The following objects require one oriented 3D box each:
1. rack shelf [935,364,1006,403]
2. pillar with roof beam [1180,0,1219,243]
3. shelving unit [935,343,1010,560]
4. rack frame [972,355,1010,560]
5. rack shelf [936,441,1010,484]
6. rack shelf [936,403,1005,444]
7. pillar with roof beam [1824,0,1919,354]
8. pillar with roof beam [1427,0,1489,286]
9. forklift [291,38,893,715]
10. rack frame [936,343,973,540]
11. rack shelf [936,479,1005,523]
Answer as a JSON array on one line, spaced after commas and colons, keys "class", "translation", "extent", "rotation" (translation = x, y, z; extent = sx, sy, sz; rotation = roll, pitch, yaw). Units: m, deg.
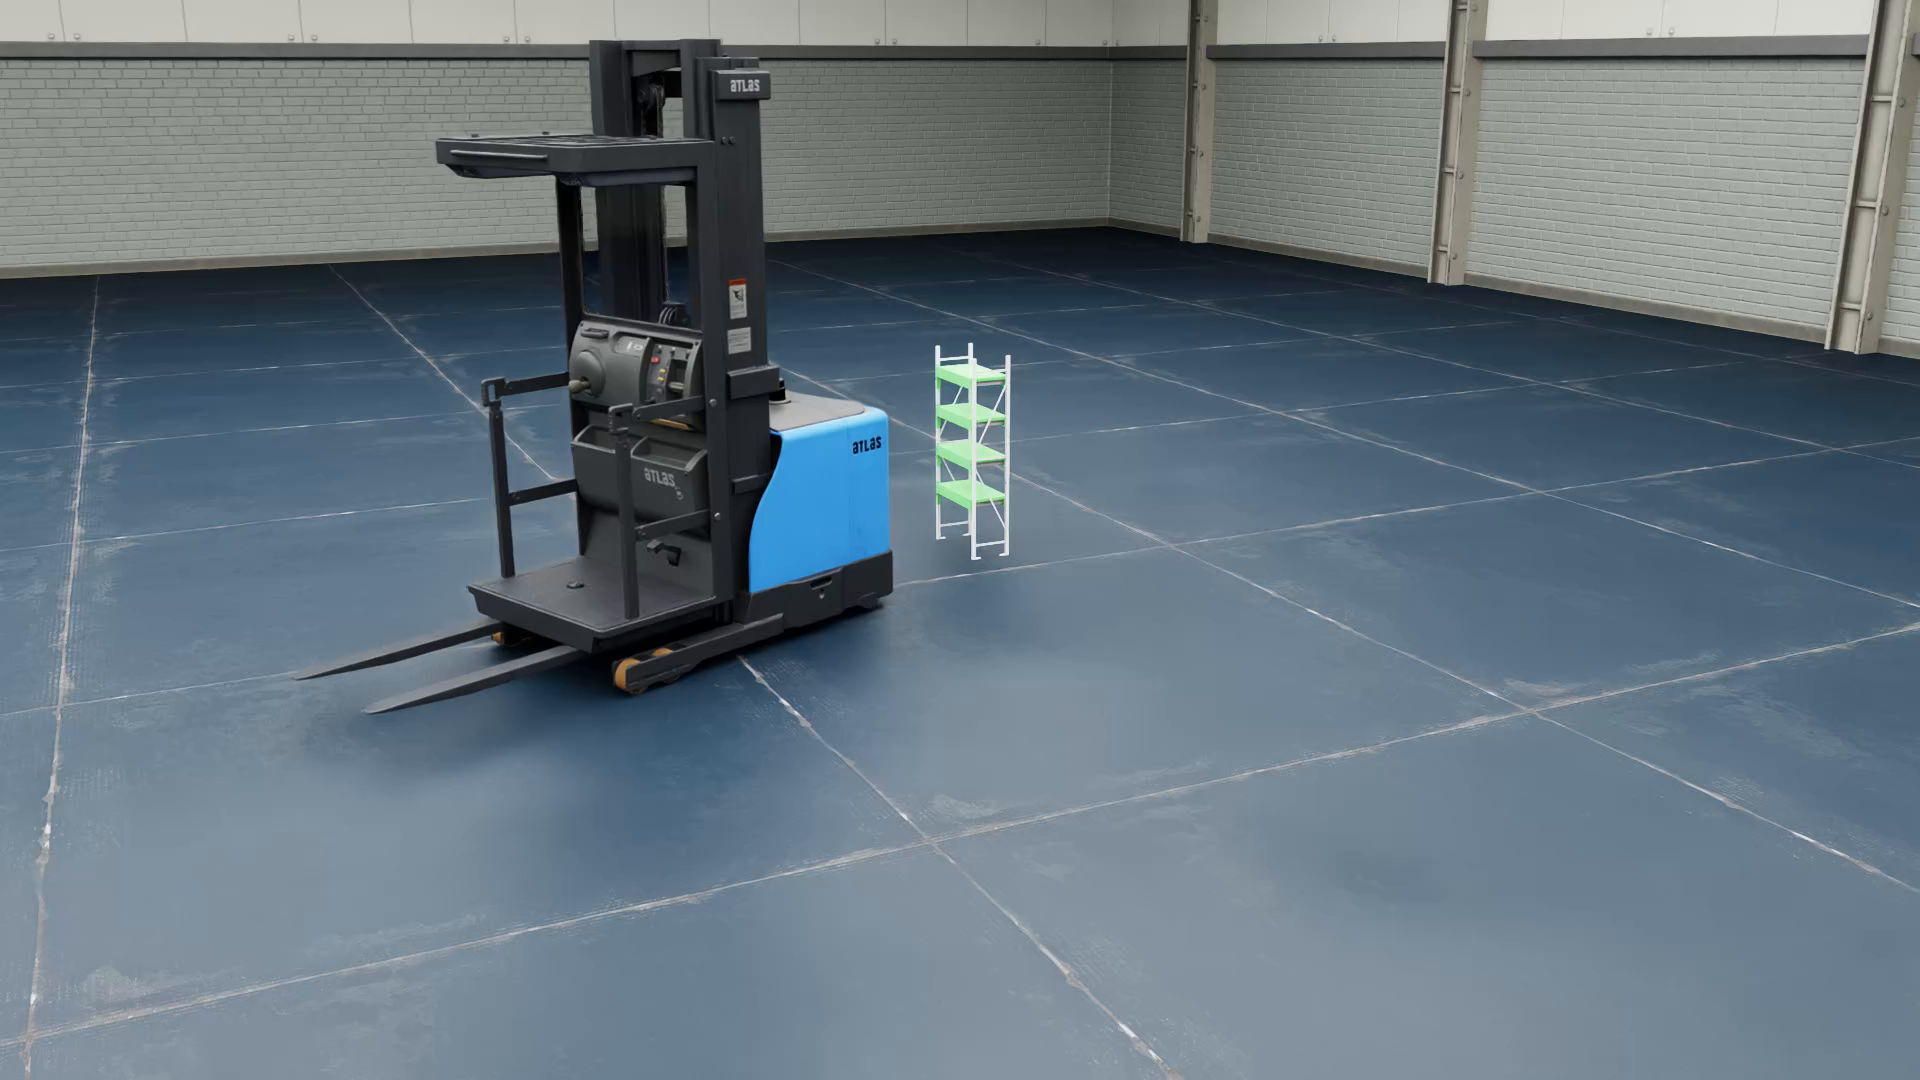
[{"class": "rack shelf", "translation": [0.072, -0.936, 9.827], "extent": [0.258, 0.148, 0.480], "rotation": [-8, 18, -25]}, {"class": "pillar with roof beam", "translation": [-0.010, -8.721, 24.326], "extent": [9.100, 9.000, 0.400], "rotation": [-8, 18, -25]}, {"class": "shelving unit", "translation": [0.073, -0.536, 9.942], "extent": [0.258, 1.200, 0.503], "rotation": [-8, 18, -25]}, {"class": "rack frame", "translation": [0.179, -0.475, 9.731], "extent": [0.240, 1.200, 0.015], "rotation": [-8, 18, -25]}, {"class": "rack shelf", "translation": [0.073, -0.474, 9.960], "extent": [0.258, 0.148, 0.480], "rotation": [-8, 18, -25]}, {"class": "rack shelf", "translation": [0.073, -0.705, 9.894], "extent": [0.258, 0.148, 0.480], "rotation": [-8, 18, -25]}, {"class": "pillar with roof beam", "translation": [5.247, -5.745, 13.957], "extent": [9.100, 9.000, 0.400], "rotation": [-8, 18, -25]}, {"class": "pillar with roof beam", "translation": [2.618, -7.233, 19.141], "extent": [9.100, 9.000, 0.400], "rotation": [-8, 18, -25]}, {"class": "forklift", "translation": [-1.711, -0.846, 7.884], "extent": [1.130, 2.935, 3.031], "rotation": [14, 21, 39]}, {"class": "rack frame", "translation": [-0.034, -0.596, 10.153], "extent": [0.240, 1.200, 0.015], "rotation": [-8, 18, -25]}, {"class": "rack shelf", "translation": [0.073, -0.244, 10.026], "extent": [0.258, 0.148, 0.480], "rotation": [-8, 18, -25]}]
